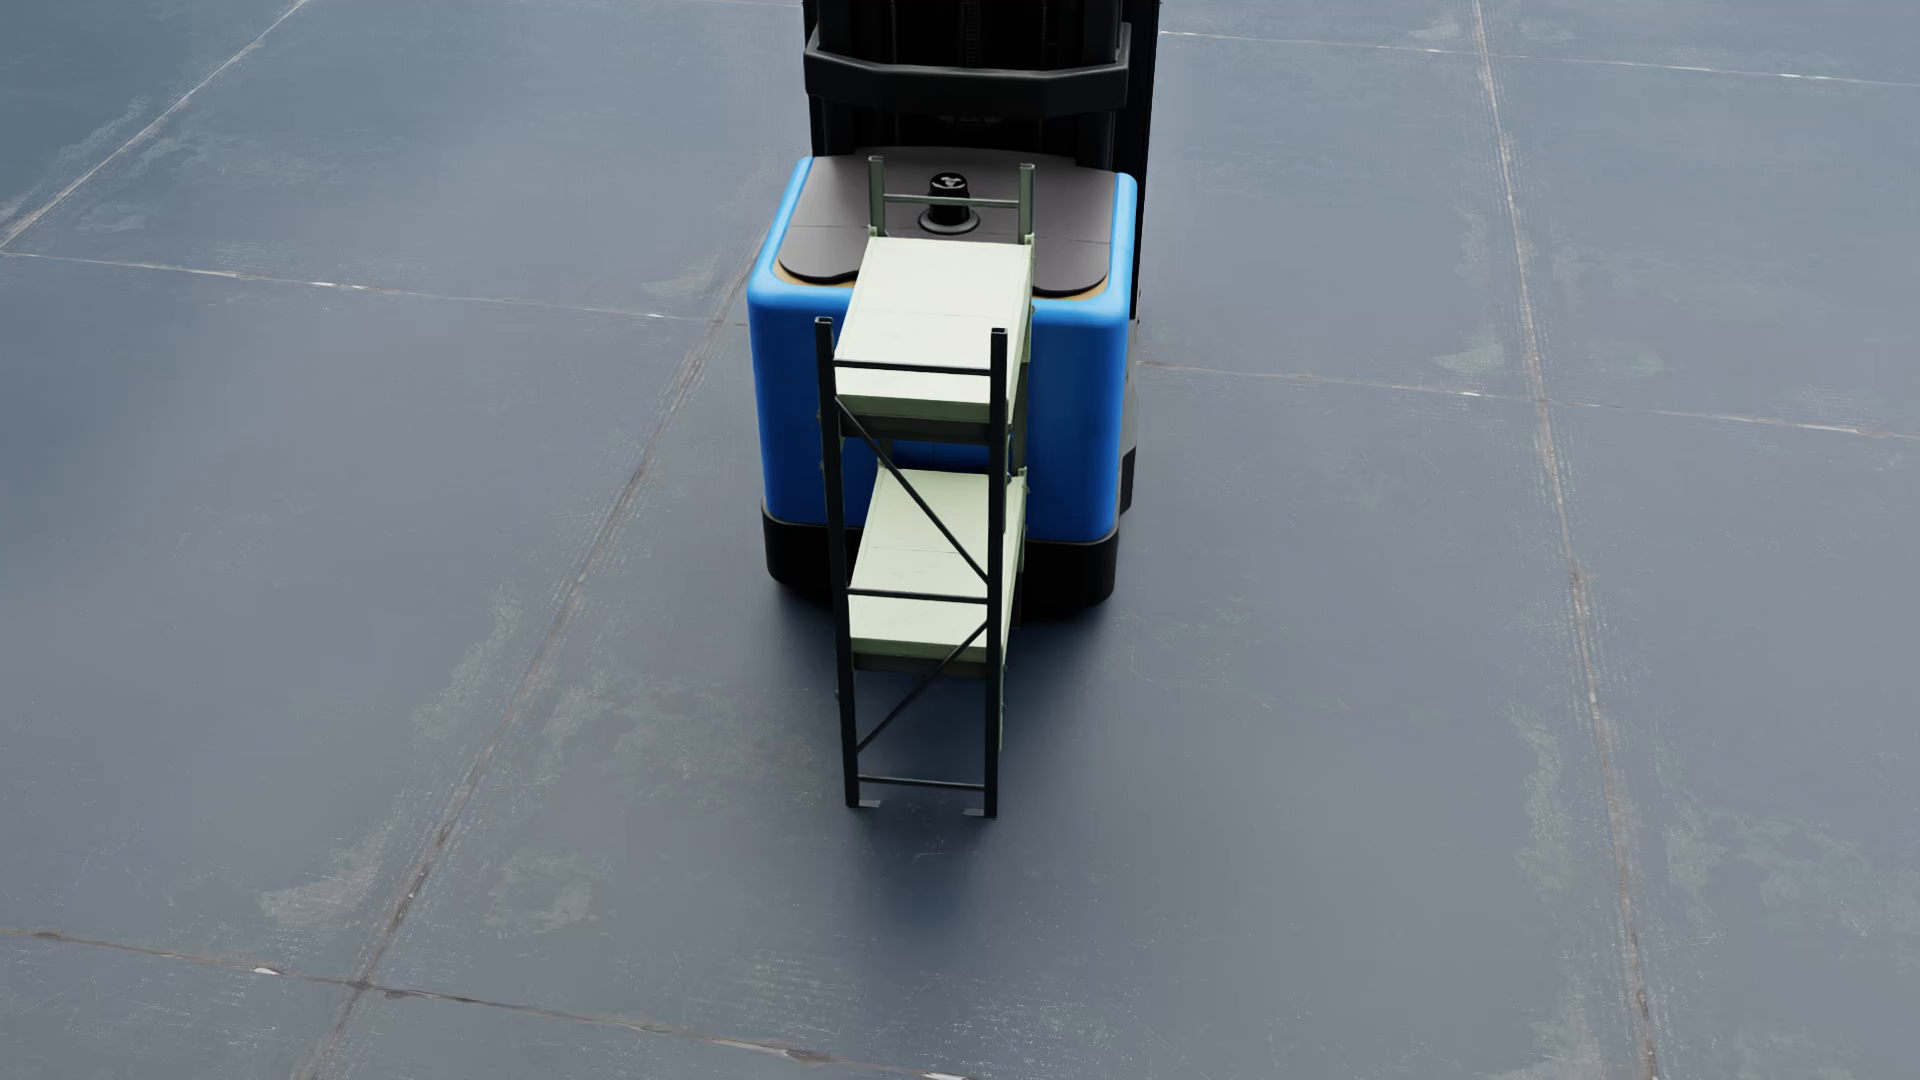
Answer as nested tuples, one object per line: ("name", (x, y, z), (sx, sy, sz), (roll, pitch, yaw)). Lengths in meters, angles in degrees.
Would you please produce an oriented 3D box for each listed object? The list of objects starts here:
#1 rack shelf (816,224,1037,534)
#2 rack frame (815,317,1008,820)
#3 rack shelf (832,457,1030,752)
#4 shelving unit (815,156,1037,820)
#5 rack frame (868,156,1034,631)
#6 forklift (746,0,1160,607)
("rack shelf", (-0.061, -0.398, 3.942), (0.431, 0.370, 0.720), (4, 40, 5))
("rack frame", (-0.101, 0.135, 3.910), (0.400, 1.500, 0.023), (4, 40, 5))
("rack shelf", (-0.061, 0.154, 4.398), (0.431, 0.370, 0.720), (4, 40, 5))
("shelving unit", (-0.061, -0.097, 4.191), (0.431, 1.500, 0.755), (4, 40, 5))
("rack frame", (-0.021, -0.329, 4.471), (0.400, 1.500, 0.023), (4, 40, 5))
("forklift", (0.091, -1.864, 5.204), (1.130, 2.935, 3.031), (4, 40, 5))
